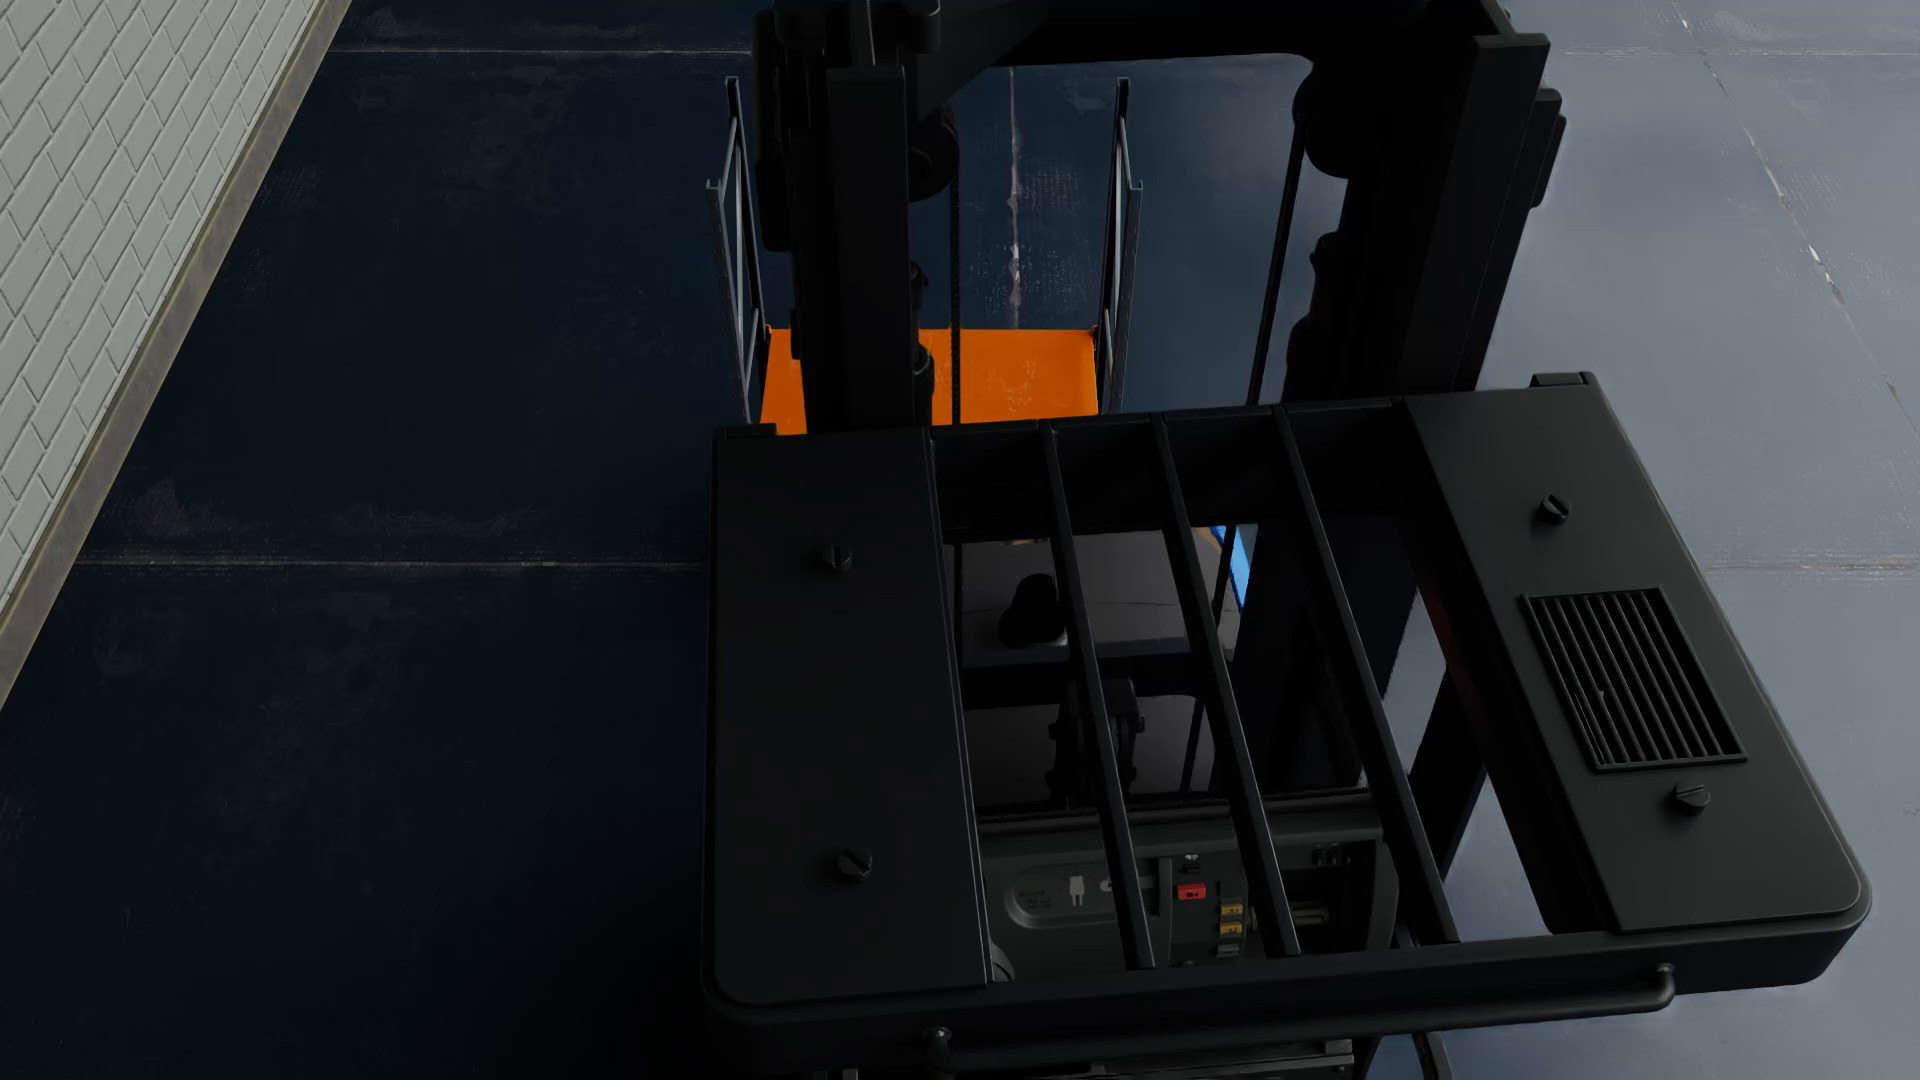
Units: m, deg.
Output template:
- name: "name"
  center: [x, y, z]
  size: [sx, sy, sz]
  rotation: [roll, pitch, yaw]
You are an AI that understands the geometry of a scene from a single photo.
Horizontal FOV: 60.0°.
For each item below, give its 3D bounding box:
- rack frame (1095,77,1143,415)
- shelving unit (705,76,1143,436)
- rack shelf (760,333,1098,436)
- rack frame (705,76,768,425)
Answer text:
- name: "rack frame"
  center: [0.423, -0.510, 4.700]
  size: [0.032, 1.500, 0.500]
  rotation: [0, 47, 0]
- name: "shelving unit"
  center: [-0.076, -0.511, 4.701]
  size: [1.083, 1.500, 0.587]
  rotation: [0, 47, 0]
- name: "rack shelf"
  center: [-0.085, -0.434, 4.784]
  size: [0.952, 0.026, 0.459]
  rotation: [0, 47, 0]
- name: "rack frame"
  center: [-0.594, -0.513, 4.703]
  size: [0.032, 1.500, 0.500]
  rotation: [0, 47, 0]
